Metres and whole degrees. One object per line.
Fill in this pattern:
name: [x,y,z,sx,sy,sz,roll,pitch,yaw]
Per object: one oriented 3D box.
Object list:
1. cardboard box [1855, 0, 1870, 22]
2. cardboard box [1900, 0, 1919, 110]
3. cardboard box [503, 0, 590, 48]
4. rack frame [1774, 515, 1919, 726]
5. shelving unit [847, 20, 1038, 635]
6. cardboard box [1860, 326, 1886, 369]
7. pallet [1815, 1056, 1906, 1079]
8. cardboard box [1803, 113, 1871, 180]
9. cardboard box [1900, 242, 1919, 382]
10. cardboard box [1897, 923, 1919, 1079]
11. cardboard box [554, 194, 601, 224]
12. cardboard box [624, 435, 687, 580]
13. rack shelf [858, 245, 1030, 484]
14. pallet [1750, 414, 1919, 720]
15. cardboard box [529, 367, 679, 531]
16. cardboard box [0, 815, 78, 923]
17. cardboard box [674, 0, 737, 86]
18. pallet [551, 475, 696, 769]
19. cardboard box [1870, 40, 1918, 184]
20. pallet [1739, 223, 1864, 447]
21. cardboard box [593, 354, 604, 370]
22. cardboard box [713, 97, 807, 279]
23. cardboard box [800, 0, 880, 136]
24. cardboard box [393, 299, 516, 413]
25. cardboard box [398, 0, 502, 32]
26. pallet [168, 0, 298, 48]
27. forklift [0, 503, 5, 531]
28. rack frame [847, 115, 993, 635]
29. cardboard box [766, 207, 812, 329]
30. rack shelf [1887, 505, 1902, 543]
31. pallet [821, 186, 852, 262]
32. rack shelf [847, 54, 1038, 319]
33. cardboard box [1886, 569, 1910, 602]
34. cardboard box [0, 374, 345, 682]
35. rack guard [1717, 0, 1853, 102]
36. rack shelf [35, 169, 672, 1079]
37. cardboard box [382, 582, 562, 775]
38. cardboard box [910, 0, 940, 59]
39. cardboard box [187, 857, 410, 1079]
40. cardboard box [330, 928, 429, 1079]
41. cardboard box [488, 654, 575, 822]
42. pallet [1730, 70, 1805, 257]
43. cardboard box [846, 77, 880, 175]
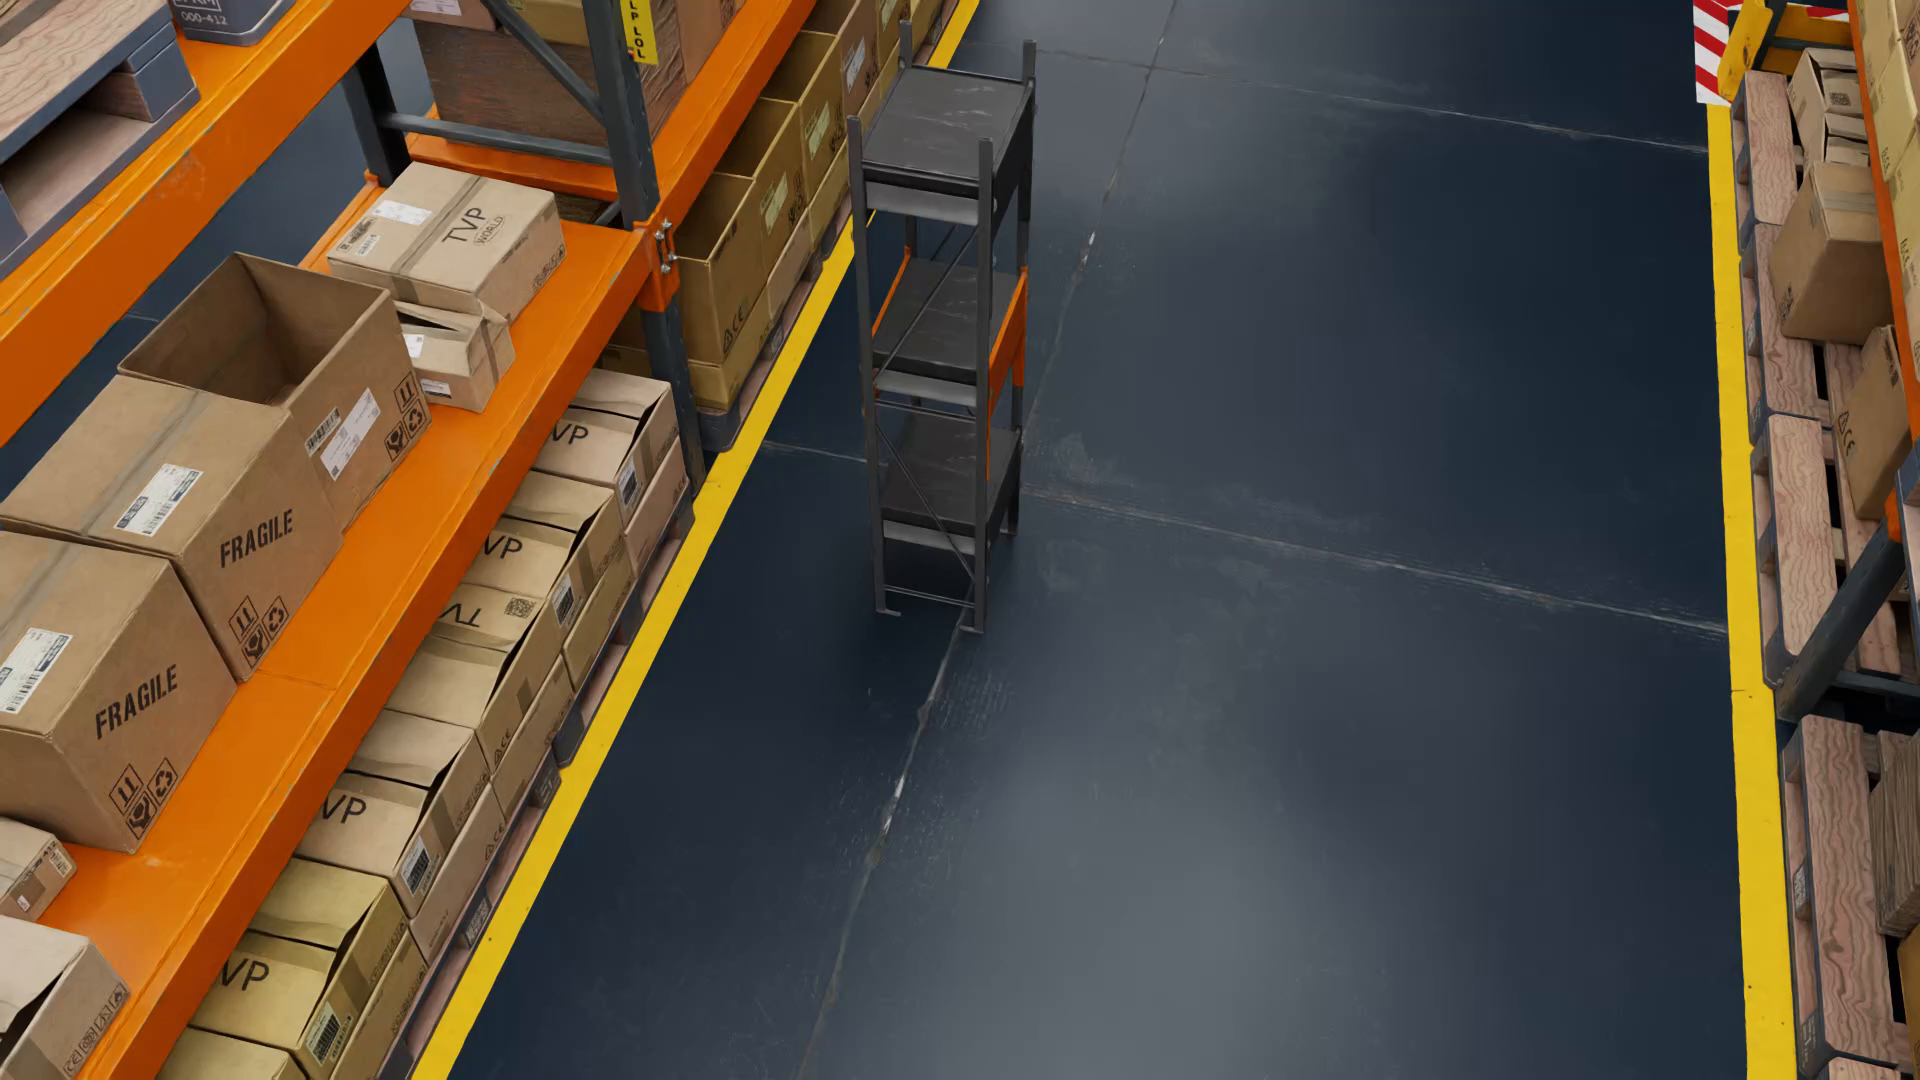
cardboard box: [3.653,-2.133,6.218,0.500,0.250,0.500,11,49,9]
cardboard box: [3.393,-1.651,5.293,0.500,0.500,0.500,10,49,9]
cardboard box: [-1.225,-1.697,5.248,0.380,0.149,0.250,11,50,10]
rack frame: [3.298,-0.319,4.531,1.000,3.000,0.127,12,50,10]
shelving unit: [-0.044,-0.575,5.357,0.431,2.100,0.503,12,50,10]
cardboard box: [3.738,-0.674,6.452,0.380,0.149,0.250,8,49,7]
pallet: [2.775,2.053,4.297,1.003,0.211,1.213,12,50,10]
cardboard box: [3.932,-1.573,7.137,0.500,0.311,0.500,15,50,13]
cardboard box: [3.130,-0.678,4.934,0.500,0.250,0.500,12,50,10]
cardboard box: [3.032,1.282,4.491,0.700,0.500,0.500,11,49,9]
cardboard box: [-1.428,-1.509,6.635,0.500,0.500,0.500,12,50,10]
cardboard box: [-1.312,-0.165,5.949,0.500,0.250,0.500,11,50,10]
rack shelf: [-0.044,-0.566,5.367,0.431,0.518,0.480,12,50,10]
pallet: [3.440,0.111,6.011,1.003,0.211,1.213,12,50,10]
cardboard box: [-1.312,-0.359,5.746,0.500,0.311,0.500,12,50,10]
cardboard box: [-2.254,0.749,3.756,0.380,0.149,0.250,15,50,13]
cardboard box: [-1.239,-2.032,5.976,0.700,0.500,0.500,11,50,10]
pallet: [-1.639,0.170,5.959,1.003,0.211,1.213,12,50,10]
cardboard box: [3.387,-1.404,5.575,0.500,0.250,0.500,11,50,10]
pallet: [3.760,-0.774,6.792,1.003,0.211,1.213,12,50,10]
cardboard box: [-1.571,-0.901,6.599,0.500,0.250,0.500,12,50,10]
cardboard box: [-0.934,-1.408,6.545,0.500,0.500,0.500,12,50,10]
cardboard box: [-0.665,-2.130,7.183,0.500,0.500,0.500,12,50,10]
cardboard box: [-1.537,-0.577,4.848,0.396,0.266,0.258,10,49,9]
cardboard box: [-1.617,-1.780,5.321,0.380,0.149,0.250,12,50,10]
pallet: [-1.702,-1.582,3.773,0.805,0.209,1.217,10,49,9]
forklift: [-4.210,0.224,4.097,3.031,2.935,1.130,-16,50,-14]
rack frame: [-0.108,-0.399,5.201,0.400,2.100,0.015,12,50,10]
cardboard box: [-0.931,-1.159,6.826,0.500,0.250,0.500,12,50,10]
rack shelf: [2.771,1.366,3.524,1.077,0.370,4.000,12,50,10]
pallet: [-0.913,-1.823,7.718,1.003,0.211,1.213,12,50,10]
rack shelf: [-0.044,-1.029,4.842,0.431,0.518,0.480,12,50,10]
cardboard box: [3.410,0.080,5.775,0.380,0.166,0.250,6,49,5]
cardboard box: [-1.971,-0.031,4.210,0.500,0.500,0.500,12,50,10]
rack guard: [4.331,-2.330,7.973,1.175,0.500,0.348,12,50,10]
rack shelf: [-2.009,0.391,4.384,1.077,0.370,4.000,12,50,10]
cardboard box: [-1.577,0.379,5.094,0.500,0.311,0.500,11,50,10]
cardboard box: [-0.406,-2.606,8.103,0.500,0.250,0.500,12,50,10]
cardboard box: [-1.847,1.114,4.446,0.500,0.311,0.500,10,49,9]
cardboard box: [-1.851,1.309,4.648,0.500,0.250,0.500,10,49,9]
cardboard box: [-1.581,0.570,5.300,0.500,0.250,0.500,13,50,11]
pallet: [4.083,-1.654,7.569,1.003,0.211,1.213,12,50,10]
cardboard box: [-0.669,-1.882,7.464,0.500,0.250,0.500,12,50,10]
